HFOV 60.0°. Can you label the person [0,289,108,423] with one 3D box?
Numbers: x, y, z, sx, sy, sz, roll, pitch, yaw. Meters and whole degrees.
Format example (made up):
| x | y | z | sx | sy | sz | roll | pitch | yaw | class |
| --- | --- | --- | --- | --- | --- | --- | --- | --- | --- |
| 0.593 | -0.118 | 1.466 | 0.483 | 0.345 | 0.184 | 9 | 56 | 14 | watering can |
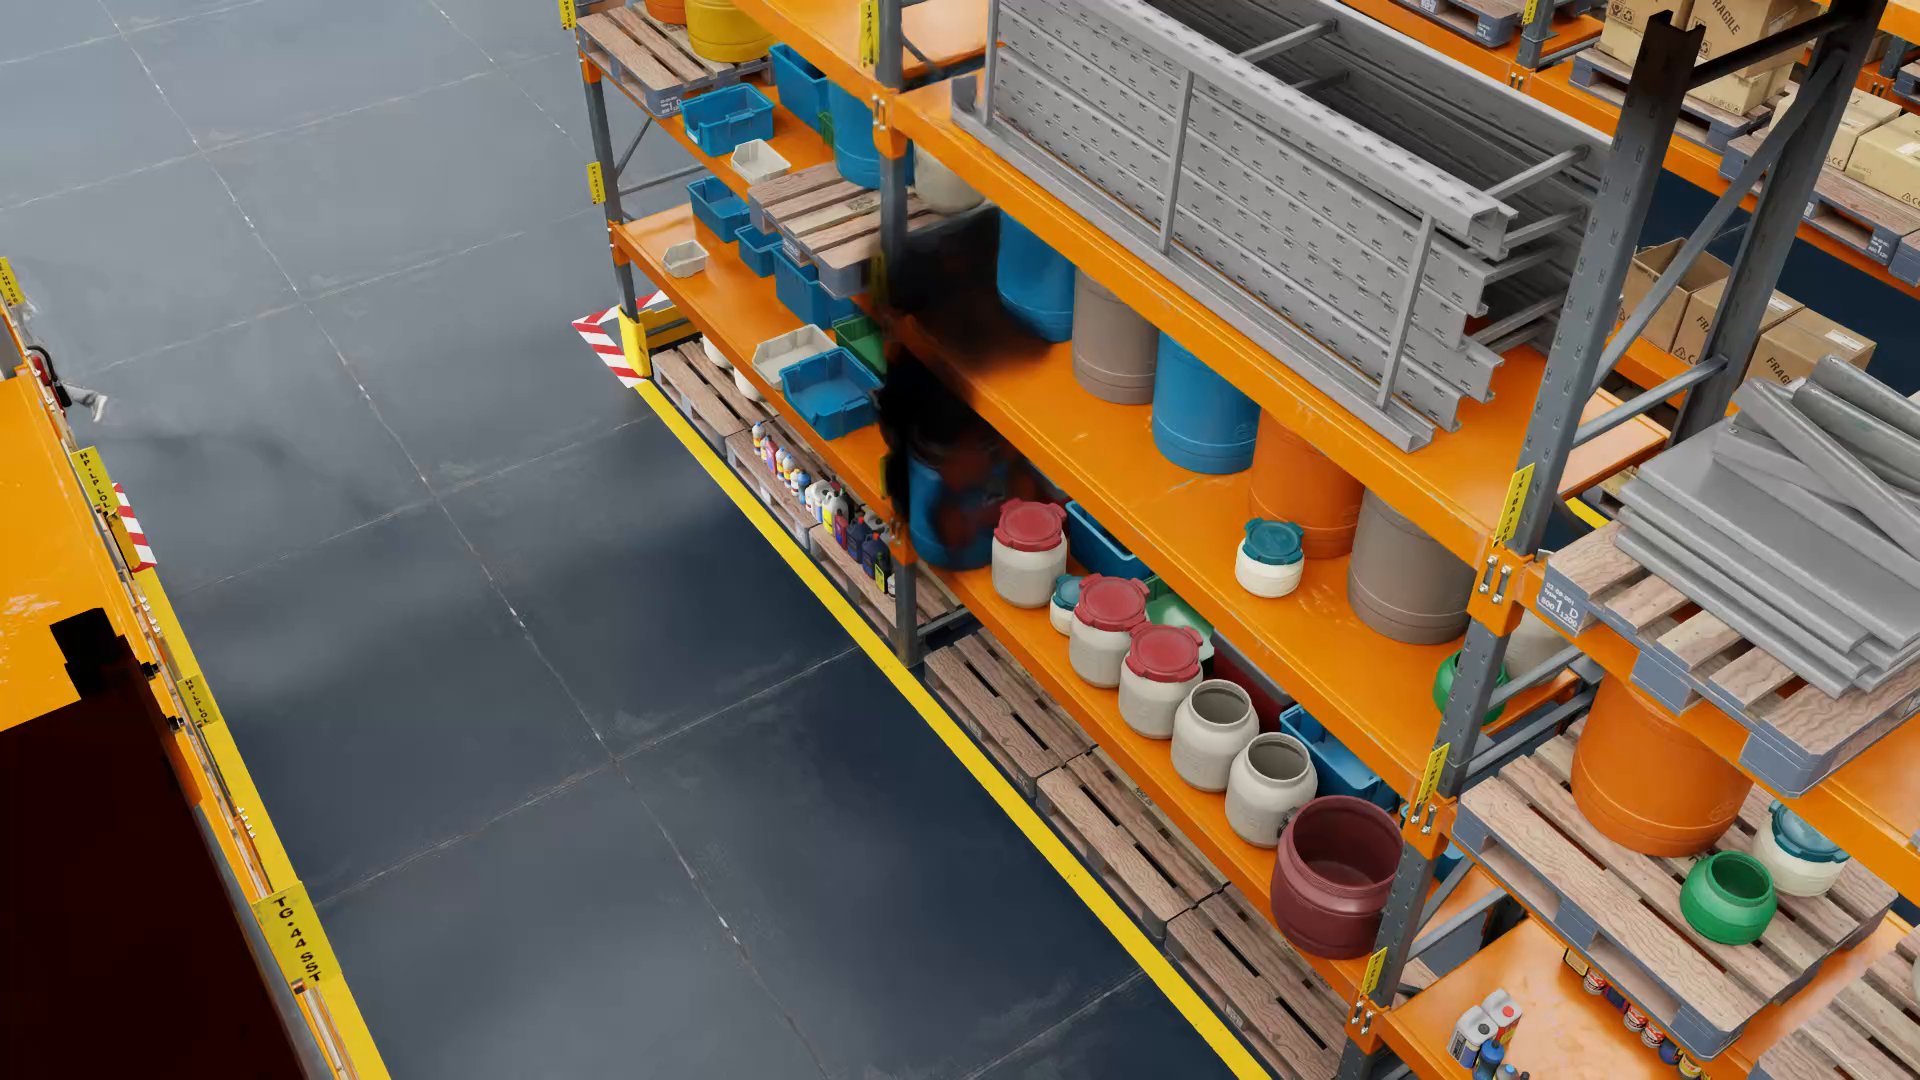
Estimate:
| x | y | z | sx | sy | sz | roll | pitch | yaw | class |
| --- | --- | --- | --- | --- | --- | --- | --- | --- | --- |
| -6.725 | -1.295 | 12.024 | 0.752 | 1.577 | 0.538 | -1 | 43 | -1 | person |
